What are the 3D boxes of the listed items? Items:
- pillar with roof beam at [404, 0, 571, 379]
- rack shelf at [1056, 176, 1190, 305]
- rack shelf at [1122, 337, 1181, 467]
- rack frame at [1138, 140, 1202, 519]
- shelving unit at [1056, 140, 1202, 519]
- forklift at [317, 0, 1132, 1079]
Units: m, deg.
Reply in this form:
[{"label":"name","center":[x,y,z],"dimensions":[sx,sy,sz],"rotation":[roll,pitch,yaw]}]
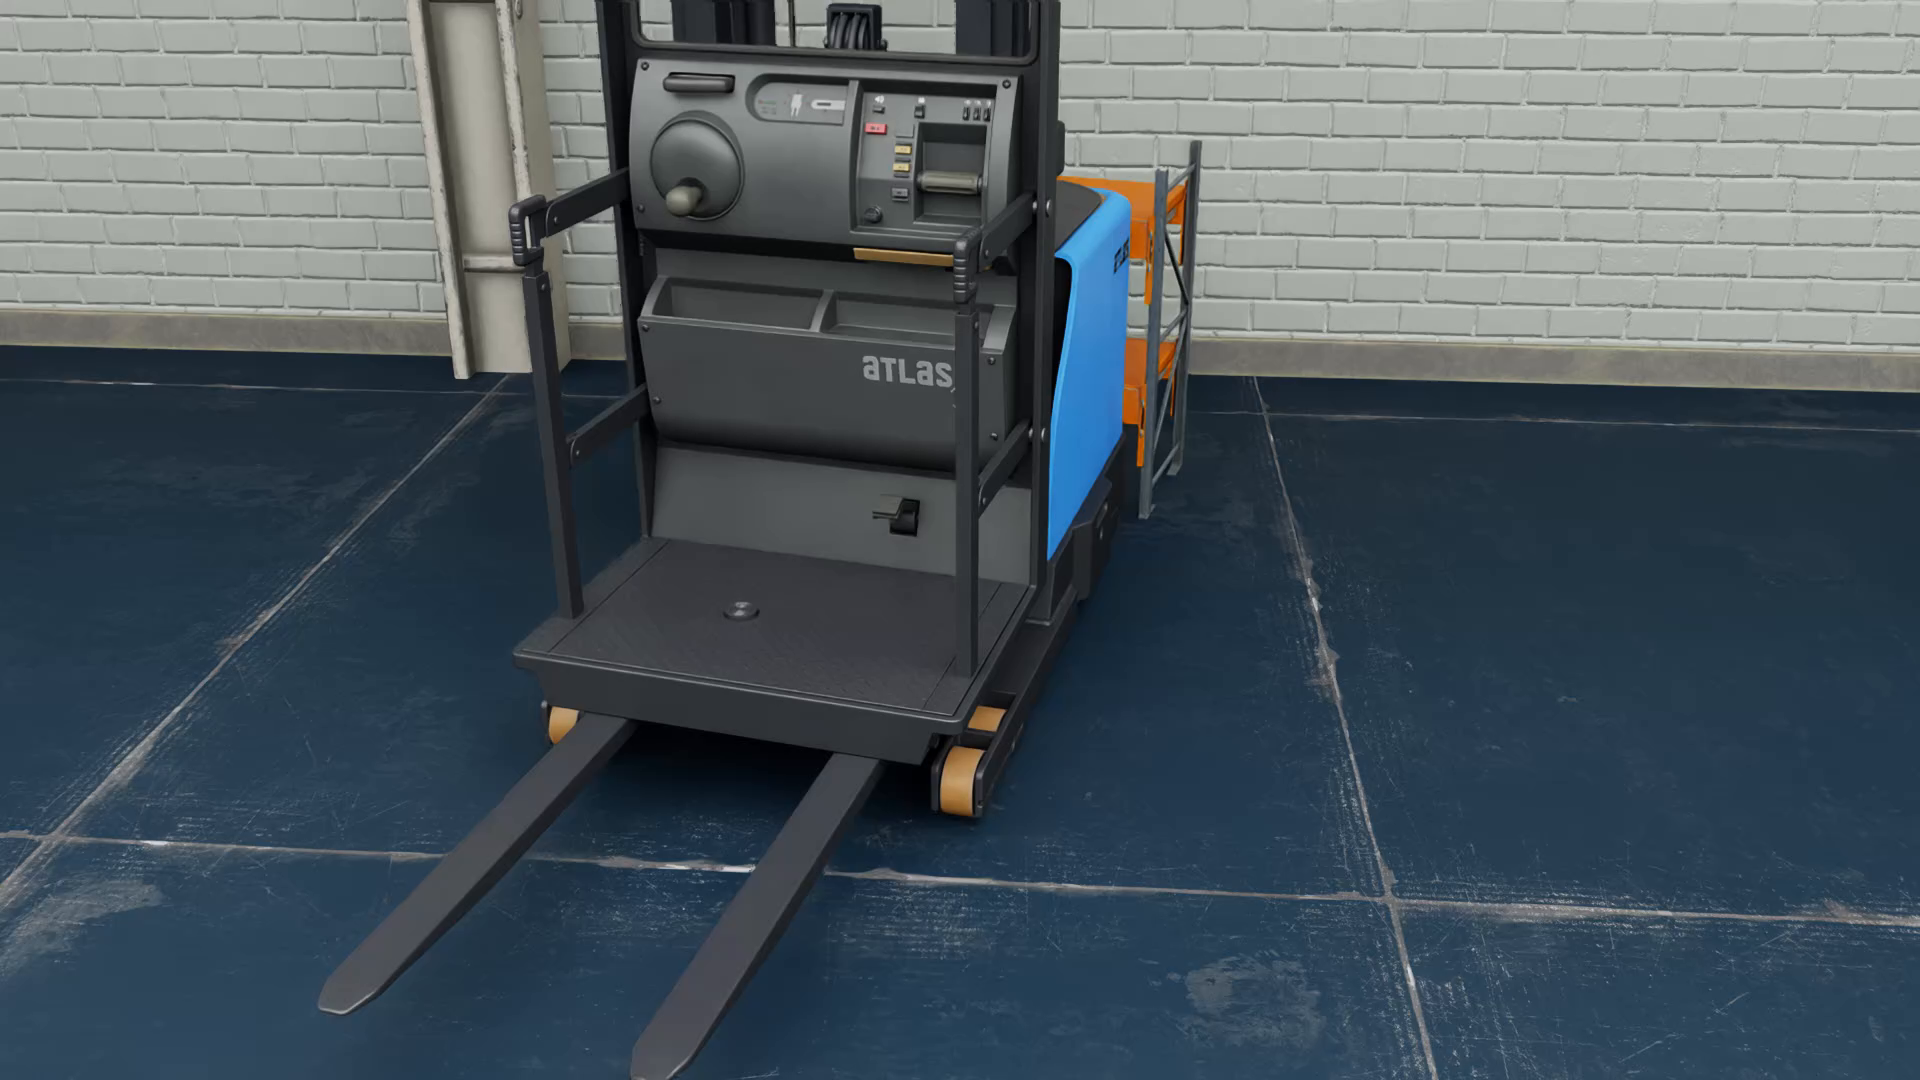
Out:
[{"label":"pillar with roof beam","center":[-2.144,-2.998,1.000],"dimensions":[0.400,9.000,9.100],"rotation":[2,25,4]},{"label":"rack shelf","center":[0.203,-1.020,5.421],"dimensions":[1.000,0.278,0.538],"rotation":[9,26,18]},{"label":"rack shelf","center":[0.203,-0.532,5.646],"dimensions":[1.000,0.278,0.538],"rotation":[9,26,18]},{"label":"rack frame","center":[0.681,-0.681,5.385],"dimensions":[0.032,1.125,0.500],"rotation":[9,26,18]},{"label":"shelving unit","center":[0.203,-0.754,5.543],"dimensions":[1.048,1.125,0.538],"rotation":[9,26,18]},{"label":"forklift","center":[-0.384,-0.872,3.639],"dimensions":[1.130,2.935,3.031],"rotation":[7,26,15]}]
